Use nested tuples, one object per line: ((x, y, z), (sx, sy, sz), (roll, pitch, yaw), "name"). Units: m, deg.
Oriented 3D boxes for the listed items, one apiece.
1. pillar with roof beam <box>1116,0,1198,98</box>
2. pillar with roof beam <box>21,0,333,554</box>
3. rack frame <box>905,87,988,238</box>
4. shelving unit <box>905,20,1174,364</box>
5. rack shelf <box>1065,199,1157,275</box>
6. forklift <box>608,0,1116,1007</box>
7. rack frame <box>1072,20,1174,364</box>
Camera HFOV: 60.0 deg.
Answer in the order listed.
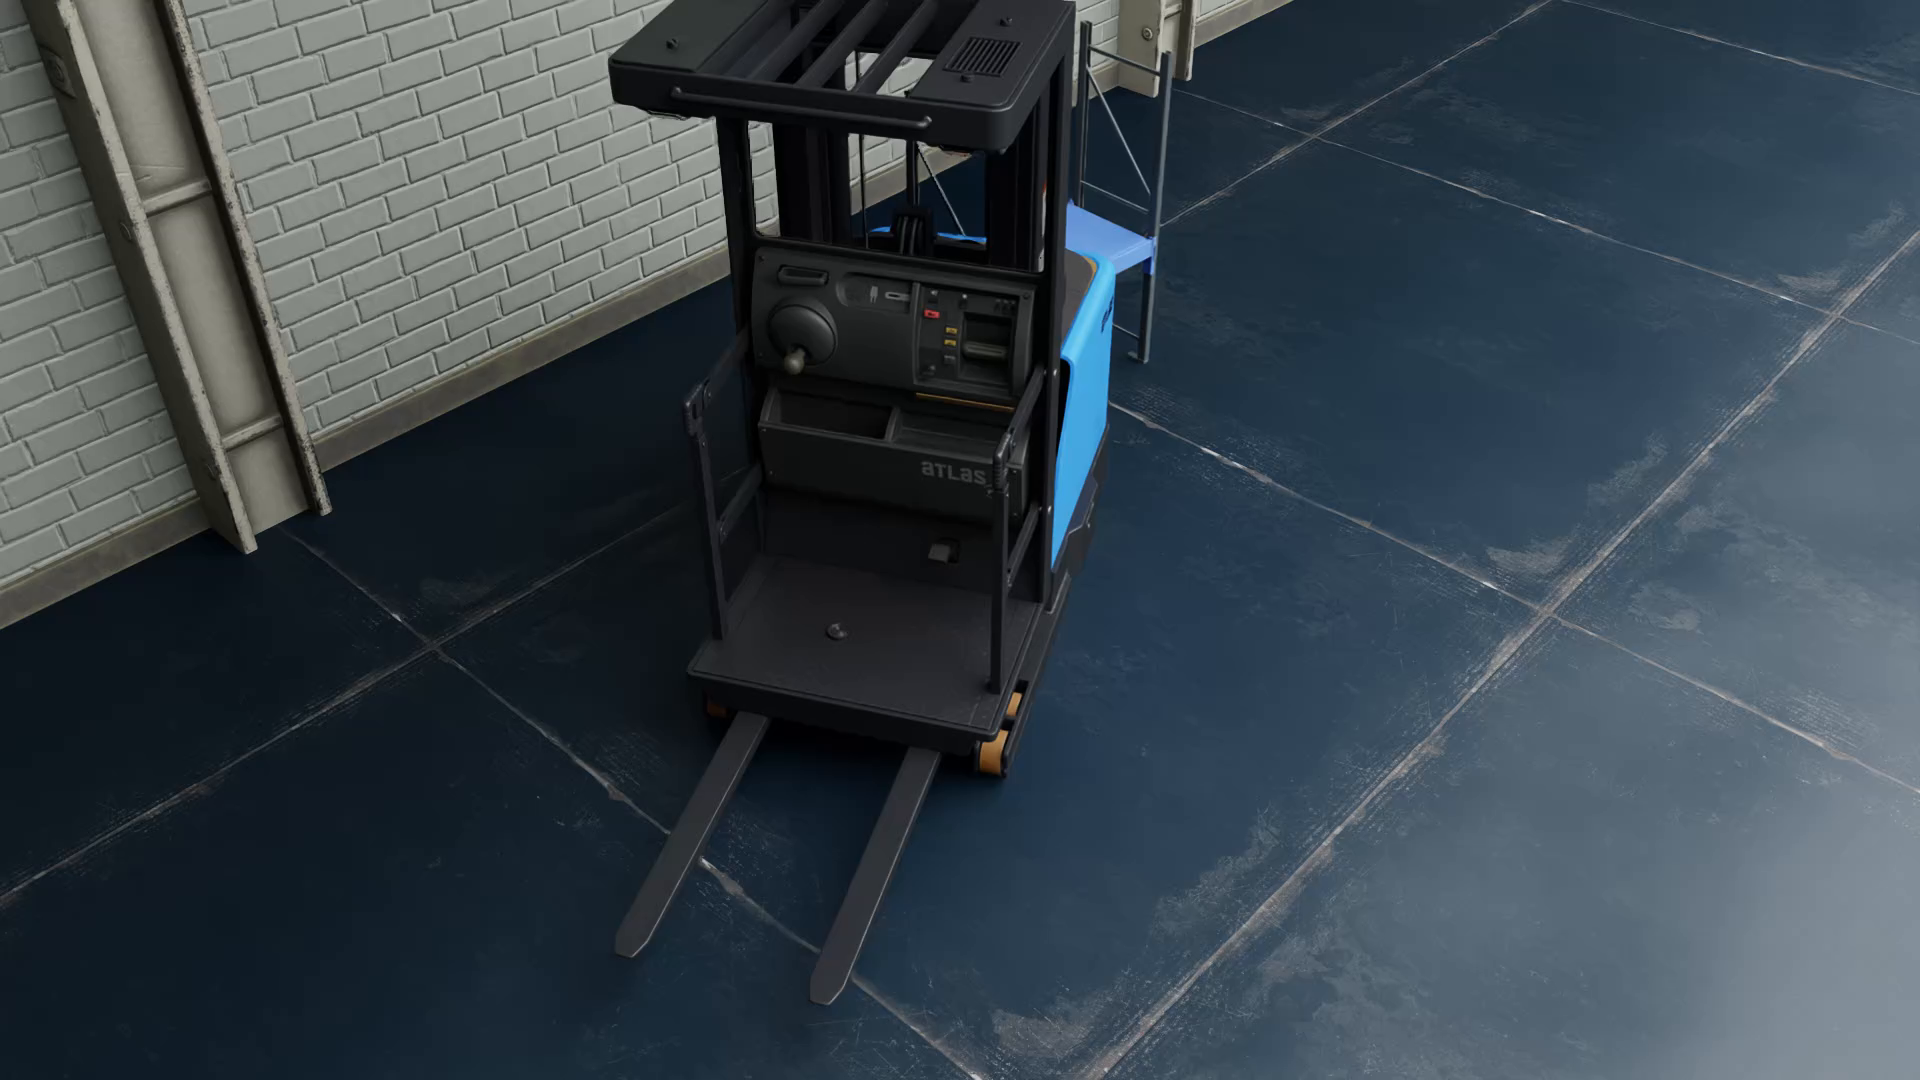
((4.377, -4.567, 5.263), (9.100, 9.000, 0.400), (30, 47, 32), "pillar with roof beam")
((0.329, -1.811, 1.797), (9.100, 9.000, 0.400), (30, 47, 32), "pillar with roof beam")
((-0.034, -1.094, 6.920), (0.032, 1.500, 0.500), (-31, 48, -33), "rack frame")
((0.333, -1.312, 7.195), (1.048, 1.500, 0.538), (-31, 48, -33), "shelving unit")
((0.333, -1.172, 7.307), (1.000, 0.185, 0.538), (-31, 48, -33), "rack shelf")
((-0.280, -0.611, 5.163), (1.130, 2.935, 3.031), (10, 40, 12), "forklift")
((0.701, -1.531, 7.471), (0.032, 1.500, 0.500), (-31, 48, -33), "rack frame")
